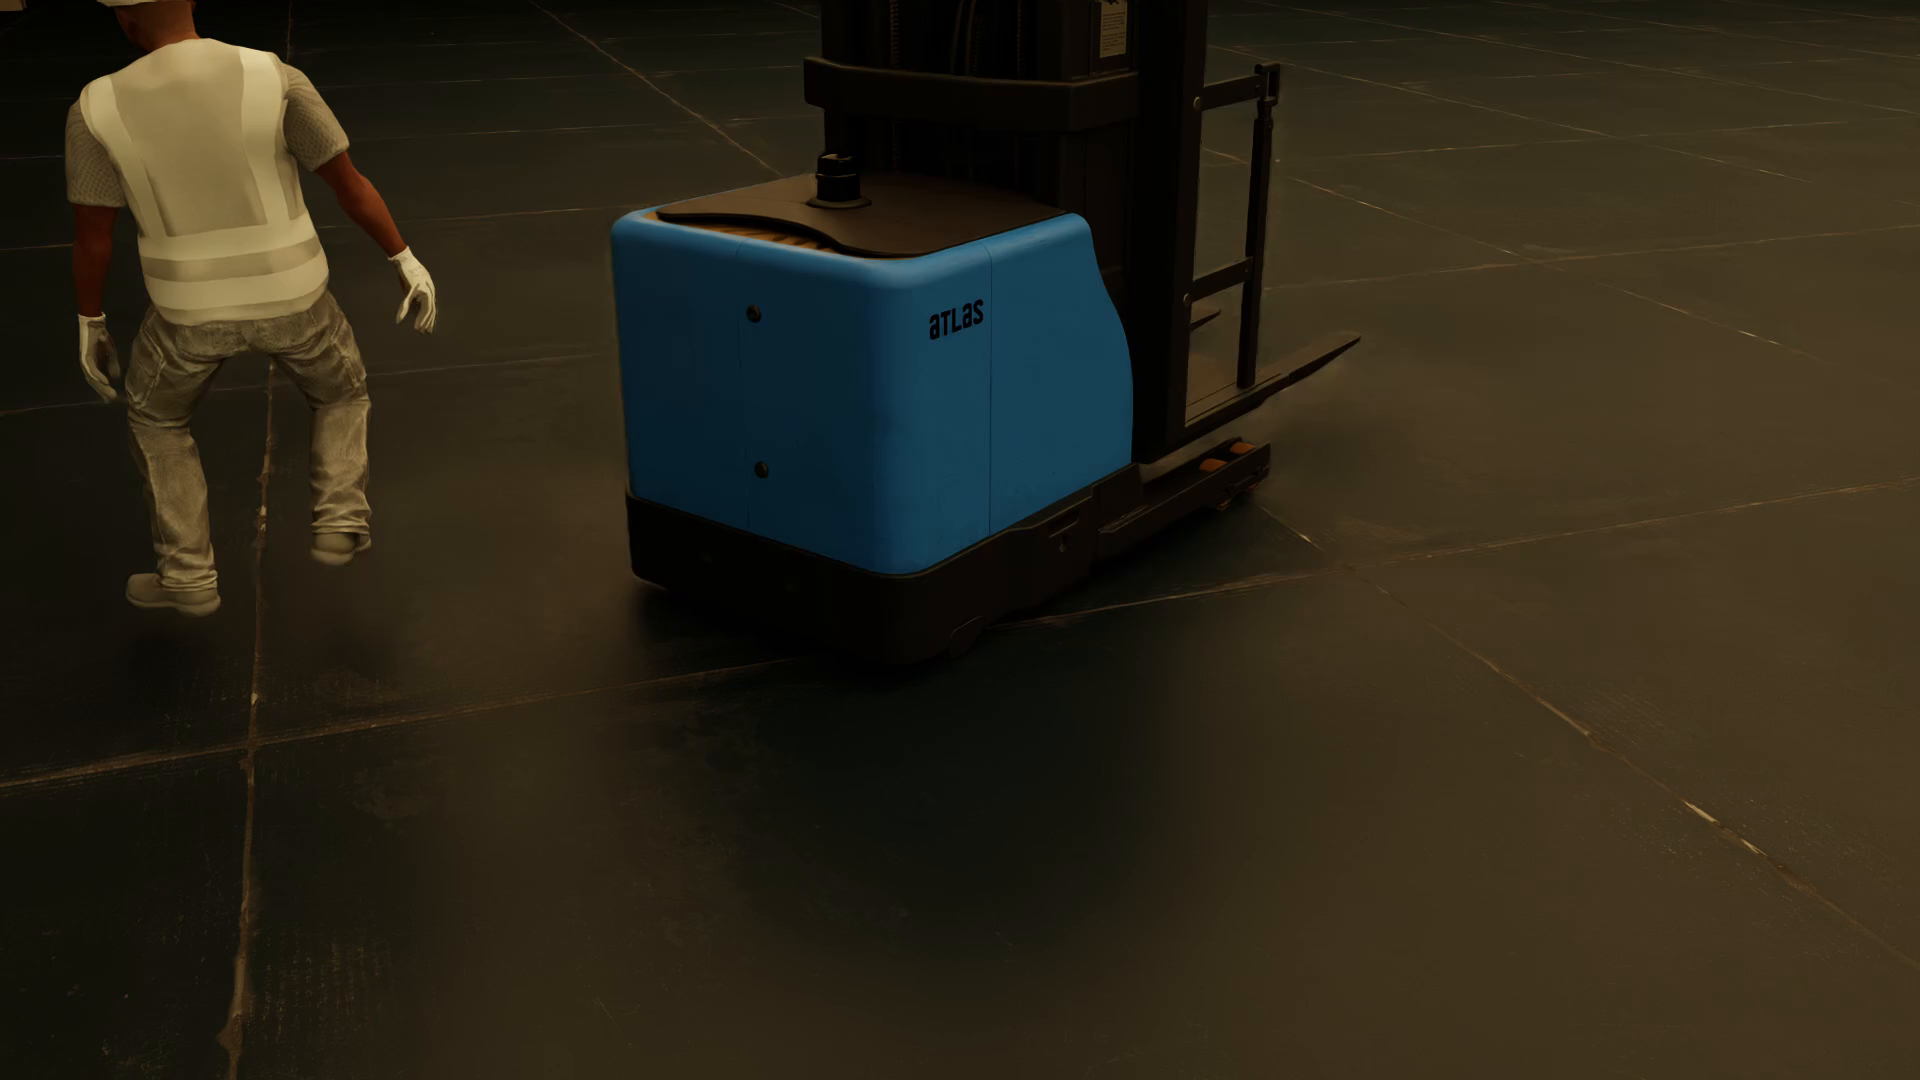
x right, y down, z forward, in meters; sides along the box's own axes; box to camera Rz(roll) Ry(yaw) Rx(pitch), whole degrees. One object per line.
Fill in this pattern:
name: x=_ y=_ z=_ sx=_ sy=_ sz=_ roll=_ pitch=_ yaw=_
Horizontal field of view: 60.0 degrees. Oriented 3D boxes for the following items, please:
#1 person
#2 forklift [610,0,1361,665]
person: x=-1.792 y=-0.644 z=4.196 sx=0.889 sy=1.683 sz=0.508 roll=-7 pitch=24 yaw=-15
forklift: x=0.361 y=-1.546 z=4.975 sx=1.130 sy=2.935 sz=3.031 roll=16 pitch=28 yaw=34
